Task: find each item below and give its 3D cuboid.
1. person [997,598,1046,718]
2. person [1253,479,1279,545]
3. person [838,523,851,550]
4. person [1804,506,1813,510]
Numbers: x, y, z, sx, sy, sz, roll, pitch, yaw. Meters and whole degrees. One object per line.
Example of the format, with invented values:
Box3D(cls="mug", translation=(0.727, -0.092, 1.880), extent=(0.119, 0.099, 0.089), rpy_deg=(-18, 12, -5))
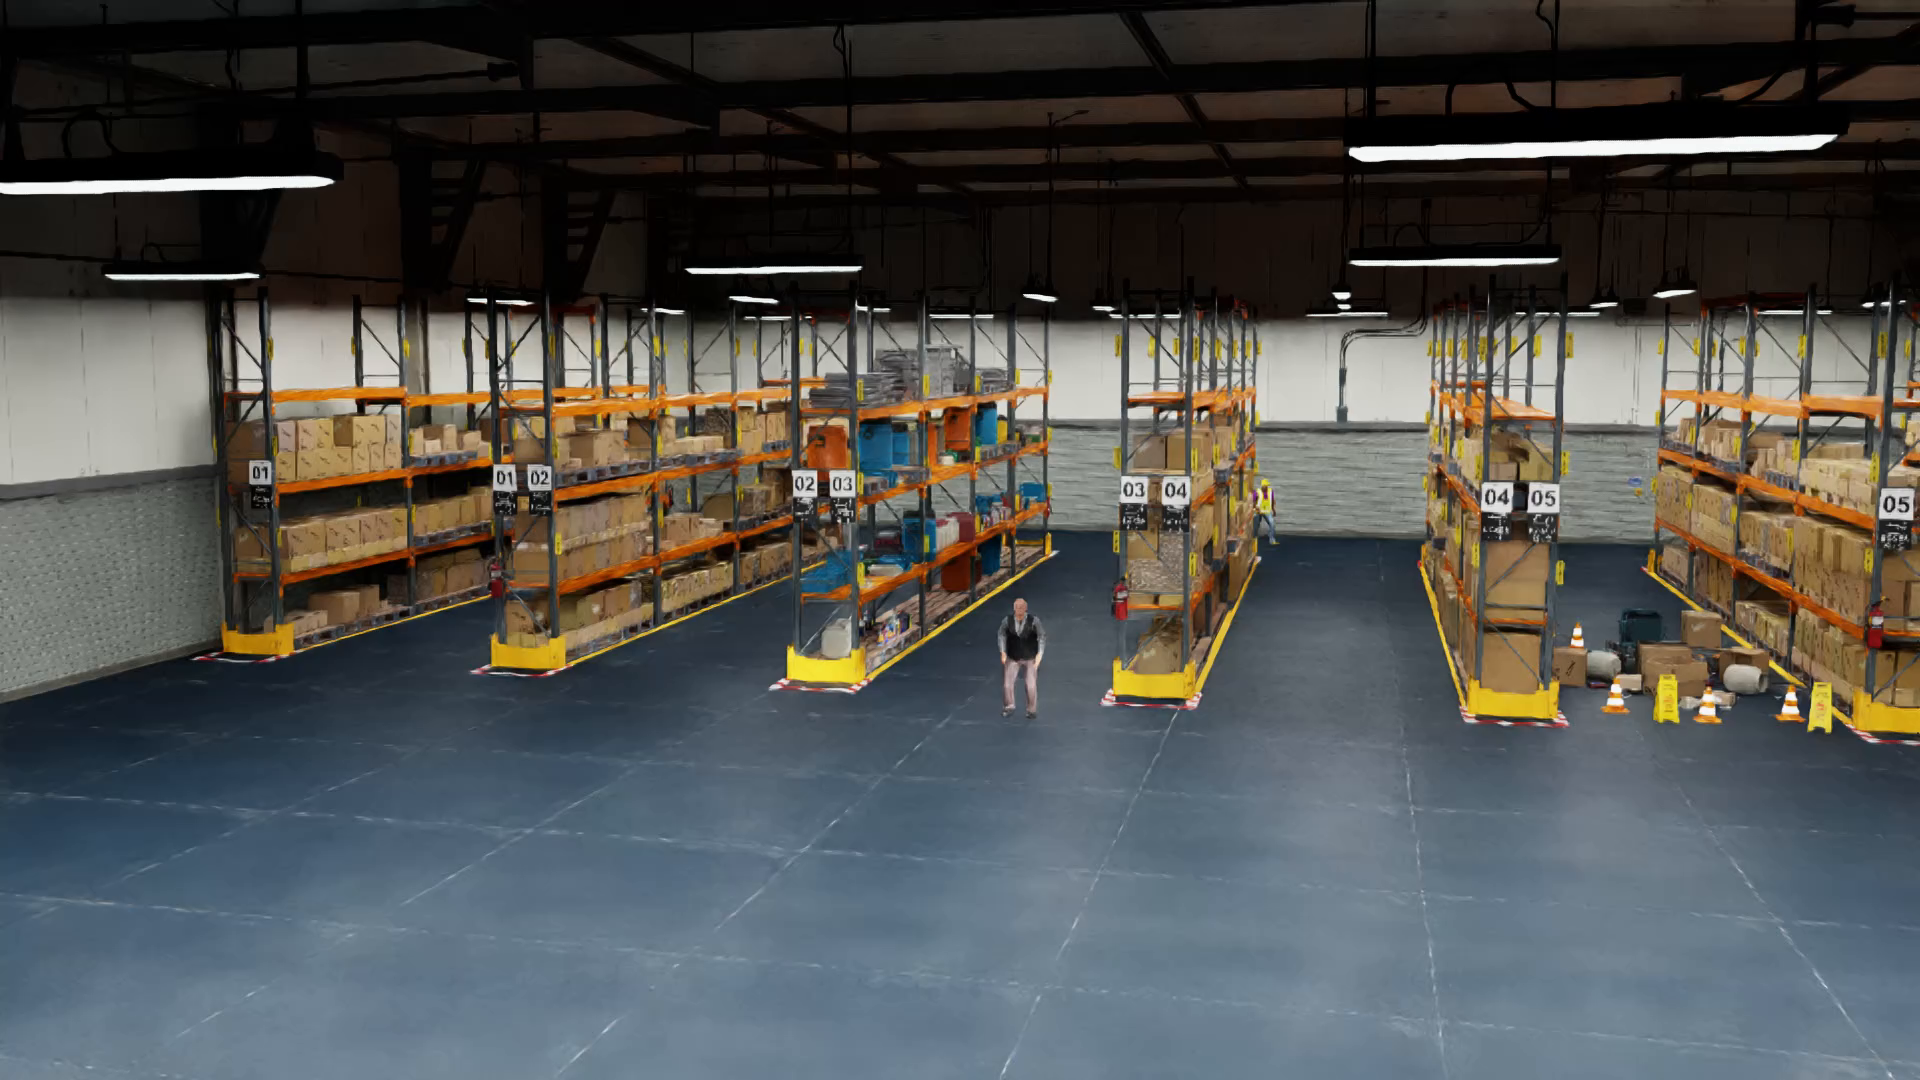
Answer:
Box3D(cls="person", translation=(0.832, 1.596, 22.555), extent=(0.677, 1.671, 0.534), rpy_deg=(1, 7, 12))
Box3D(cls="person", translation=(7.751, -0.733, 42.549), extent=(0.708, 1.702, 0.843), rpy_deg=(0, 7, -3))
Box3D(cls="person", translation=(-2.591, -0.201, 38.247), extent=(0.449, 1.586, 1.095), rpy_deg=(1, 7, 10))
Box3D(cls="person", translation=(20.392, -0.529, 40.368), extent=(0.483, 1.769, 0.659), rpy_deg=(-3, 7, -23))
